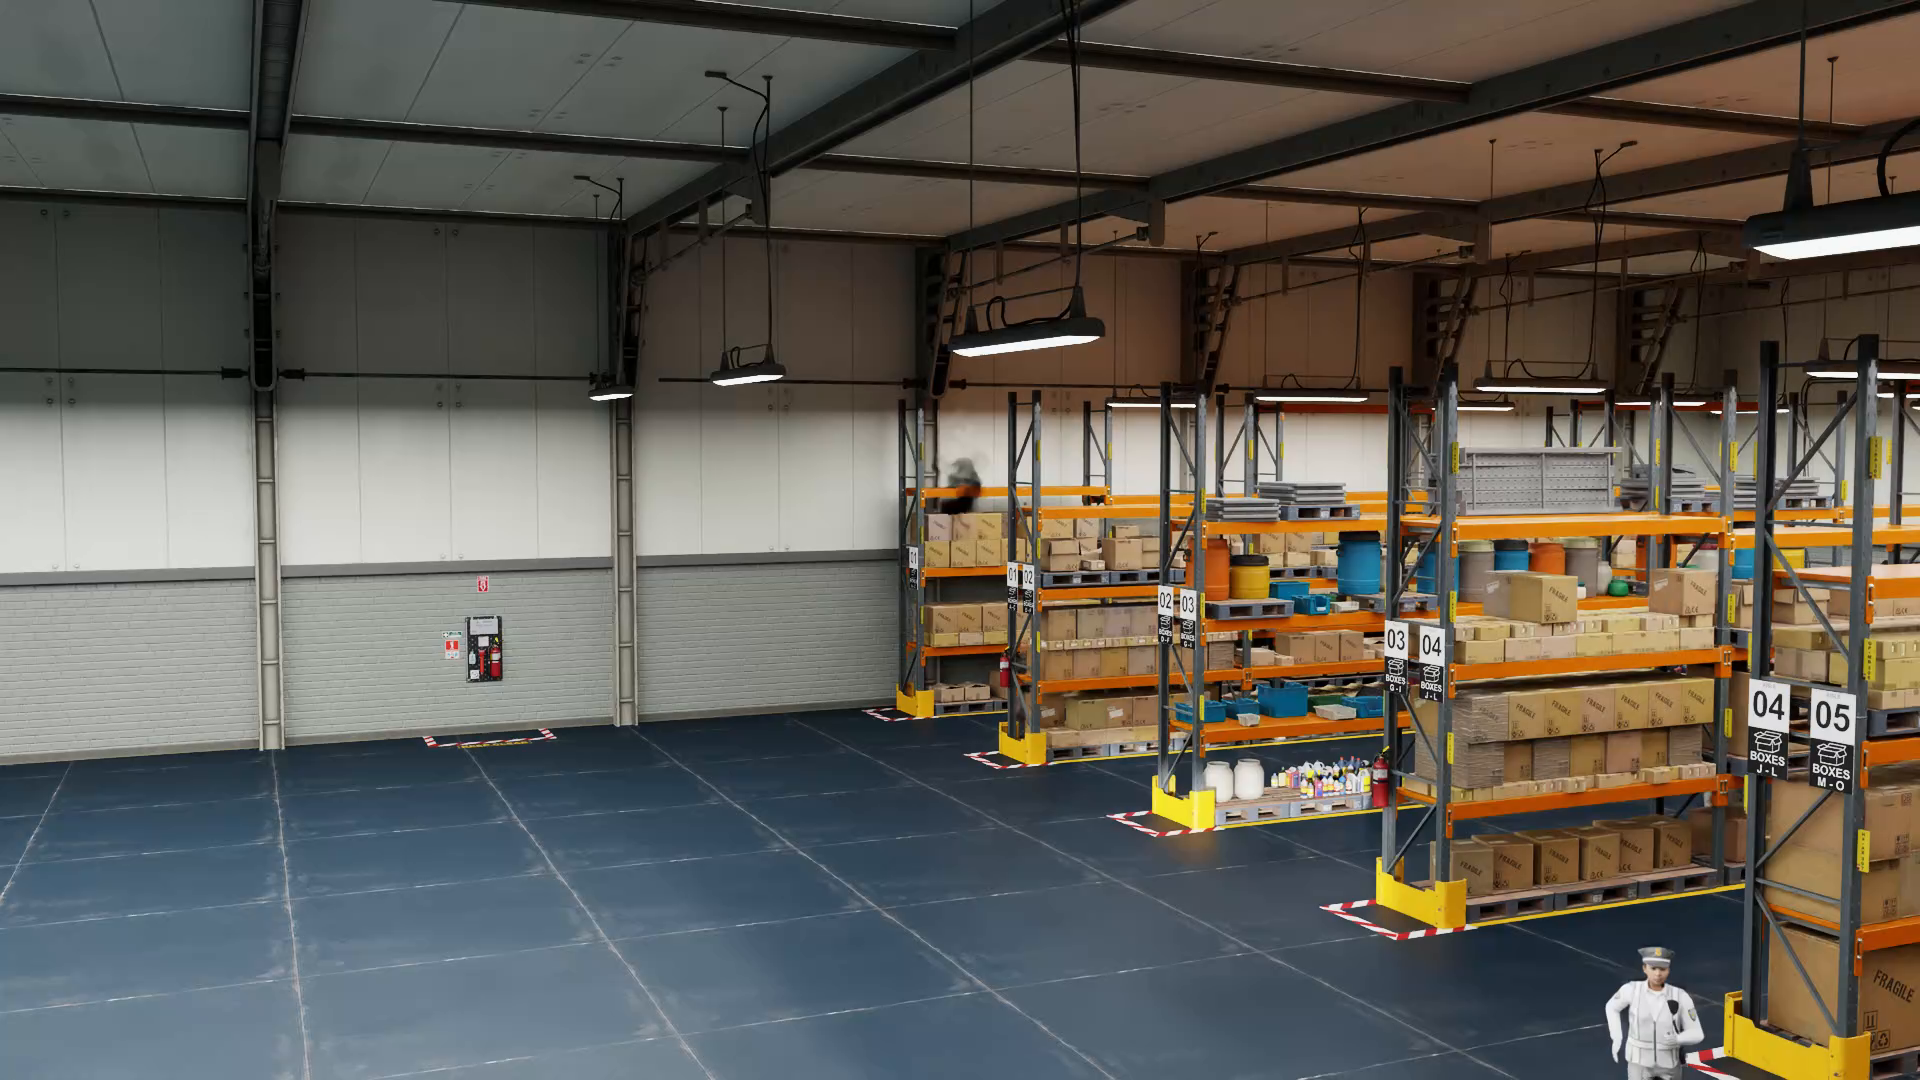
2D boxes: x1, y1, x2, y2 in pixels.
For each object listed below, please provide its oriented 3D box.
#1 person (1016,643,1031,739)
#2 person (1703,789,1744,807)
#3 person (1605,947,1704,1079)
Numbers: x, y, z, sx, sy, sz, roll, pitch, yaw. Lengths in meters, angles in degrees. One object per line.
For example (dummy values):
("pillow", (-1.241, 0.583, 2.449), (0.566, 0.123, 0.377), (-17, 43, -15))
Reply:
("person", (1.115, 2.630, 28.881), (0.592, 1.683, 0.689), (-2, 4, -33))
("person", (10.179, 3.031, 22.132), (0.914, 1.645, 0.575), (-1, 4, -24))
("person", (4.792, 3.624, 11.482), (0.611, 1.676, 0.940), (1, 3, 17))
